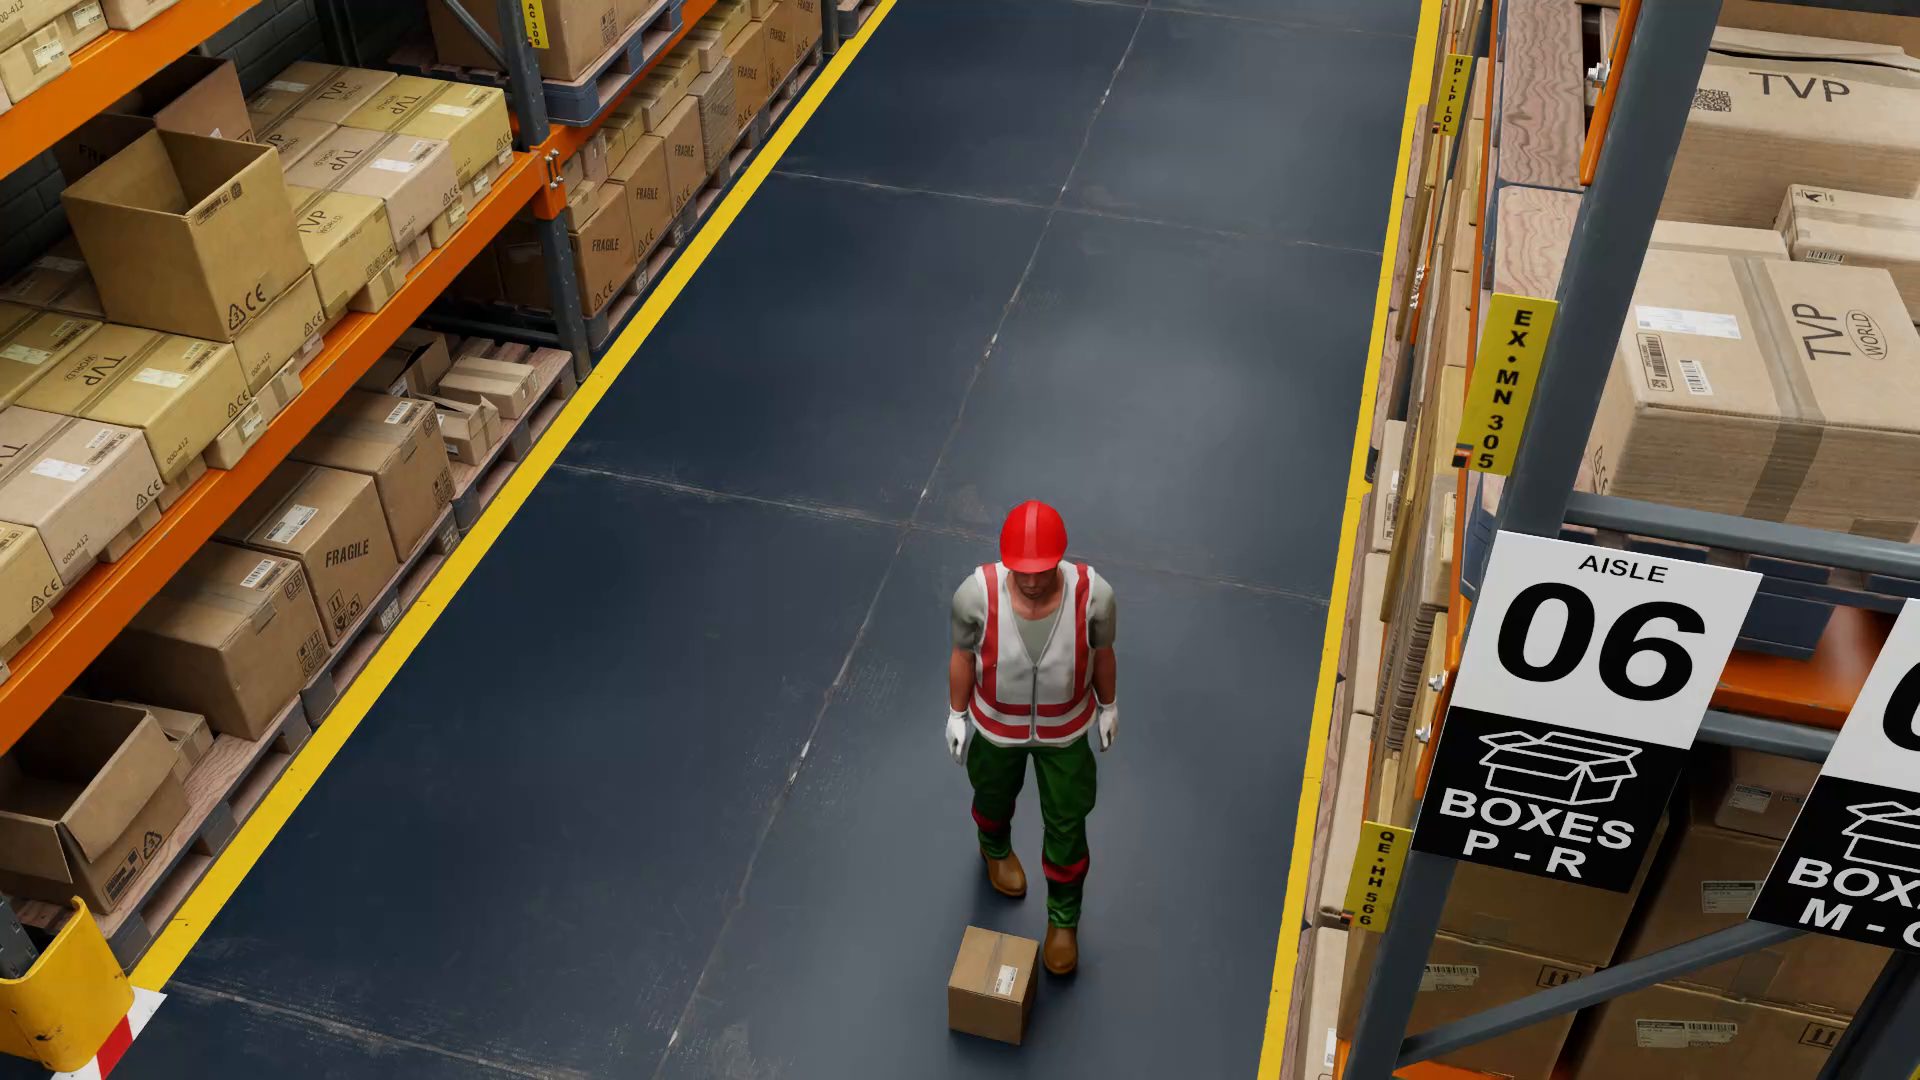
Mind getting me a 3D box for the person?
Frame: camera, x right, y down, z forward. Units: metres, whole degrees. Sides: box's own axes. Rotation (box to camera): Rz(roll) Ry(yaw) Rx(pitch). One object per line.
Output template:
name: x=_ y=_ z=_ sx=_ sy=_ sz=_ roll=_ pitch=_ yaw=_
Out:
person: x=0.240 y=0.650 z=5.378 sx=0.577 sy=1.785 sz=0.648 roll=0 pitch=41 yaw=0
